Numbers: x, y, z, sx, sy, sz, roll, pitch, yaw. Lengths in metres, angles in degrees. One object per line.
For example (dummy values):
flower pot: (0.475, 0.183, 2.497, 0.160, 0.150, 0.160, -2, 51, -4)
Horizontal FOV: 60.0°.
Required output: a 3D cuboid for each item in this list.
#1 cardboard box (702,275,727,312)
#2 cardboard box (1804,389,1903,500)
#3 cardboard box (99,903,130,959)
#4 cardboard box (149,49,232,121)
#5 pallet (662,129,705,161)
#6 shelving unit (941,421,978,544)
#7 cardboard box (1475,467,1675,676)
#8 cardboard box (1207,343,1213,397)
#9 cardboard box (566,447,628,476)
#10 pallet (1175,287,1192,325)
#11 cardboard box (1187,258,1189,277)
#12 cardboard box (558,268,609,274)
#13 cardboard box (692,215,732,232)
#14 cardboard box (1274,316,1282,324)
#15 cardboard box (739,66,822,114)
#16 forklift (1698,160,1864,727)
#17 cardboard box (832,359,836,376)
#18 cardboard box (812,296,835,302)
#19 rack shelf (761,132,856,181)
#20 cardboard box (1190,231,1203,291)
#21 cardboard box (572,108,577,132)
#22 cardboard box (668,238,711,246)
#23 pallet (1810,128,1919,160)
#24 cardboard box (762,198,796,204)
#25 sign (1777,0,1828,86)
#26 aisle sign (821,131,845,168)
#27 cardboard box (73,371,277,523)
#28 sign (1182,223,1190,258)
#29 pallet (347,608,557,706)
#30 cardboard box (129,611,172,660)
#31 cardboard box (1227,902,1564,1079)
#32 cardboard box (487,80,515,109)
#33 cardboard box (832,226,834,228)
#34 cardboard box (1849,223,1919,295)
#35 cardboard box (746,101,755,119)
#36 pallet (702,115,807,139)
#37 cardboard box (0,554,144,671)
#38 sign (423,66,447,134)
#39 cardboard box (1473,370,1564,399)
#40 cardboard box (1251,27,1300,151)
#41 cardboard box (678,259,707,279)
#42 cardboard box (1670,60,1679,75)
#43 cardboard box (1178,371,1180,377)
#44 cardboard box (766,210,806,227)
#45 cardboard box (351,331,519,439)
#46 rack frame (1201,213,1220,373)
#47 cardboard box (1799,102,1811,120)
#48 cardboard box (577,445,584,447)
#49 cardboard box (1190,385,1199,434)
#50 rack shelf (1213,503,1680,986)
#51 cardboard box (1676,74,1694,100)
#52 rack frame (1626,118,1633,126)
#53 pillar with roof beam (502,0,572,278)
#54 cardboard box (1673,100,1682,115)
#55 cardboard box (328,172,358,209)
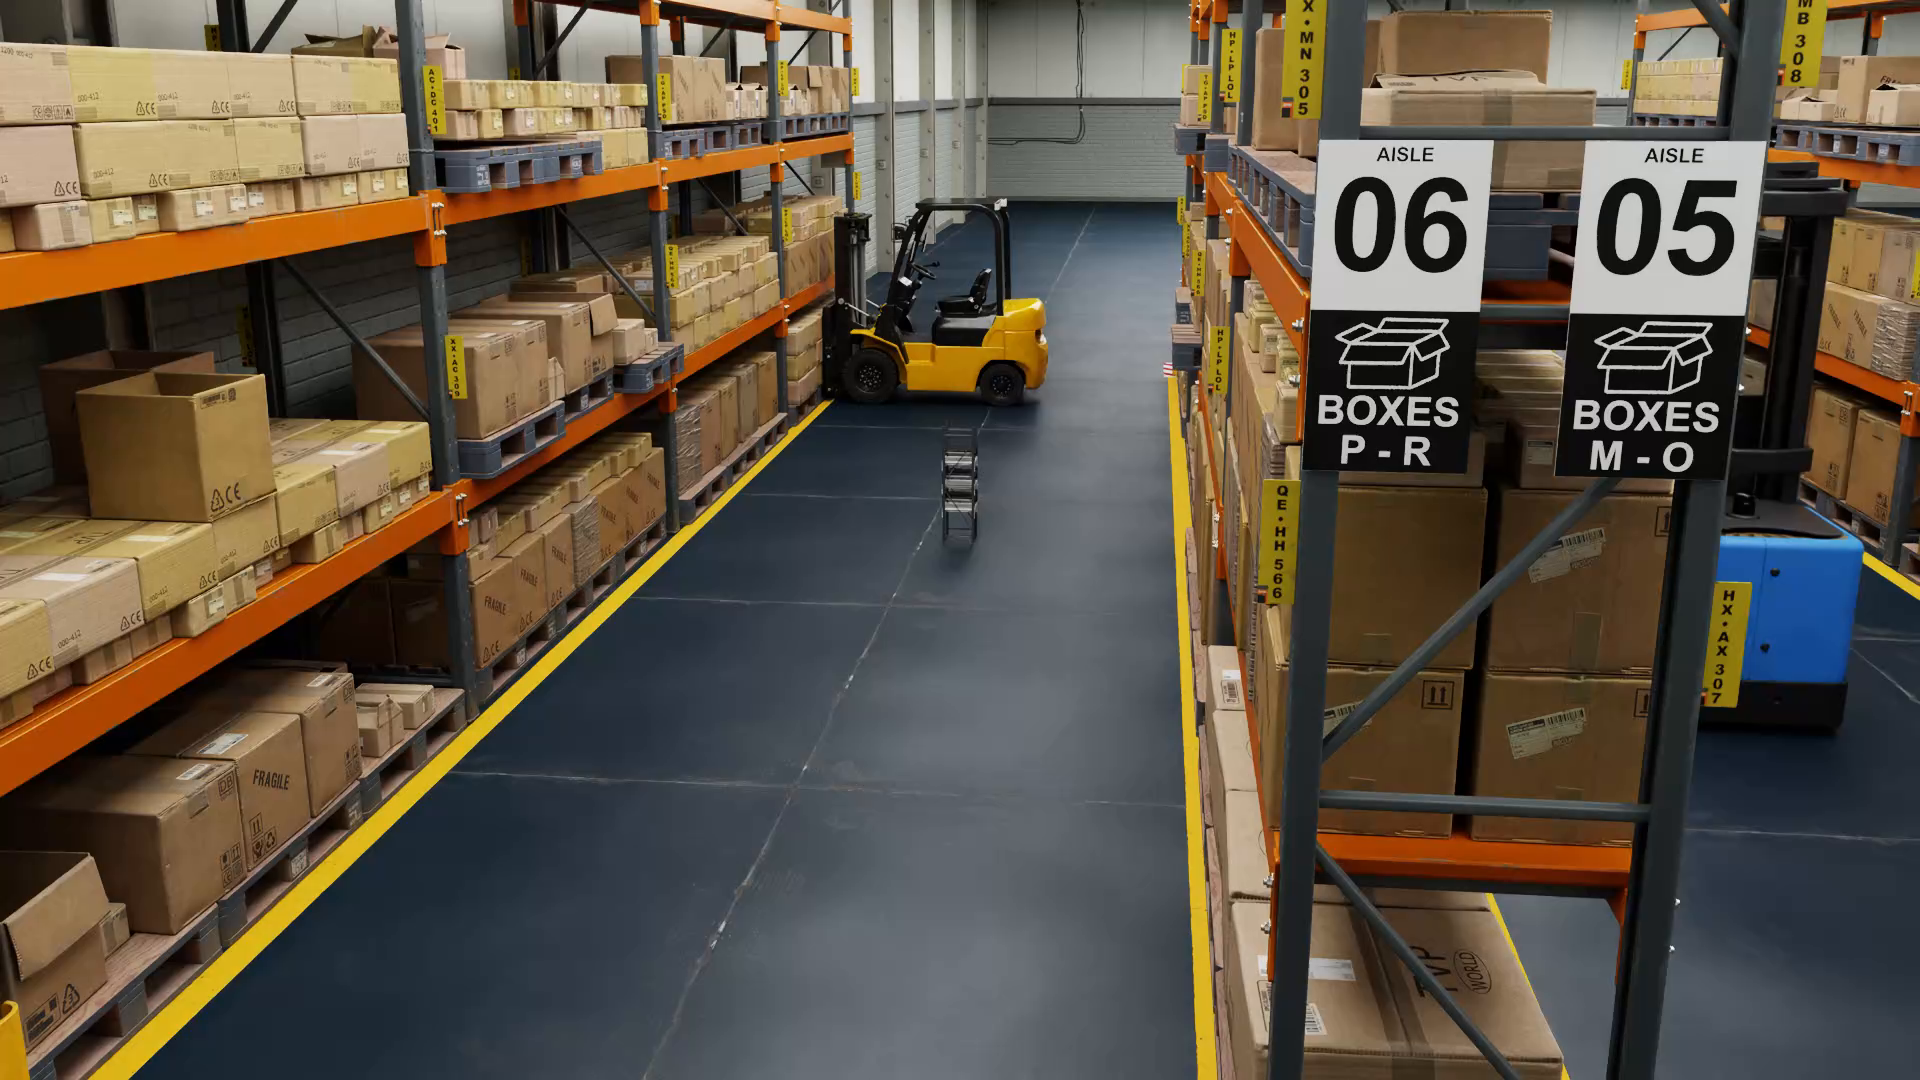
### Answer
cardboard box: (-2.253, -2.063, 13.873, 0.500, 0.250, 0.500, 1, 15, 5)
cardboard box: (7.436, -0.755, 13.212, 1.050, 0.750, 0.750, 2, 15, 7)
cardboard box: (-3.333, 1.463, 6.163, 0.380, 0.149, 0.250, 1, 15, 4)
cardboard box: (-3.116, -1.709, 6.247, 0.500, 0.250, 0.500, 2, 15, 8)
pallet: (-2.692, -3.056, 12.833, 1.213, 0.211, 1.003, 2, 15, 9)
shelving unit: (-0.001, -0.432, 12.537, 0.258, 0.900, 0.210, 2, 15, 6)
cardboard box: (1.687, 0.052, 4.615, 0.500, 0.500, 0.500, 1, 15, 5)
cardboard box: (1.752, -1.026, 10.040, 0.500, 0.250, 0.500, 2, 15, 7)
cardboard box: (-2.558, -0.556, 11.712, 0.380, 0.149, 0.250, 1, 15, 4)
pallet: (2.473, -2.126, 15.147, 1.003, 0.211, 1.213, 2, 15, 6)
cardboard box: (2.612, -2.996, 17.233, 0.500, 0.500, 0.500, 2, 15, 8)
cardboard box: (-2.926, -2.044, 13.039, 0.380, 0.149, 0.250, 2, 15, 8)
cardboard box: (-2.493, -3.155, 16.579, 0.380, 0.149, 0.250, 2, 15, 6)
cardboard box: (1.413, -0.775, 6.432, 0.380, 0.149, 0.250, 2, 15, 6)
cardboard box: (-1.904, -4.809, 17.760, 0.797, 0.503, 0.637, 2, 15, 8)
forklift: (4.326, -0.766, 9.881, 1.130, 2.935, 3.031, 2, 15, 7)
cardboard box: (-1.684, -1.946, 18.576, 0.500, 0.250, 0.500, 2, 15, 8)
cardboard box: (-1.571, -2.692, 19.420, 0.500, 0.250, 0.500, 2, 15, 7)
rack shelf: (-2.003, -4.178, 17.997, 1.077, 0.370, 4.000, 2, 15, 6)
cardboard box: (2.193, -2.303, 13.867, 0.500, 0.500, 0.500, 1, 15, 4)
cardboard box: (-2.652, -2.657, 10.518, 0.380, 0.149, 0.250, 2, 15, 8)
cardboard box: (-2.564, -2.767, 15.713, 0.380, 0.149, 0.250, 1, 15, 4)
pallet: (7.325, -3.071, 12.889, 1.003, 0.211, 1.213, 2, 15, 9)
cardboard box: (-2.106, -3.884, 19.275, 0.380, 0.149, 0.250, 2, 15, 7)
sign: (1.900, -1.191, 3.747, 0.100, 0.325, 0.005, 2, 15, 6)
aisle sign: (-1.478, -4.859, 19.904, 0.394, 0.787, 0.004, 2, 15, 6)
cardboard box: (-3.095, -0.378, 6.594, 0.500, 0.500, 0.500, 2, 15, 8)
sign: (2.164, -2.845, 15.778, 0.100, 0.325, 0.005, 2, 15, 6)
pallet: (-3.077, 0.651, 9.851, 1.003, 0.211, 1.213, 2, 15, 6)
cardboard box: (-3.181, 0.329, 6.180, 0.380, 0.149, 0.250, 2, 15, 7)
cardboard box: (1.325, 1.559, 5.253, 0.875, 0.438, 0.875, 1, 15, 4)
cardboard box: (-2.632, -2.405, 8.978, 0.380, 0.149, 0.250, 1, 15, 5)
cardboard box: (-1.640, -3.374, 19.202, 0.500, 0.500, 0.500, 2, 15, 8)
cardboard box: (7.354, -2.167, 12.824, 0.700, 0.500, 0.500, 1, 15, 5)
cardboard box: (-2.051, -3.842, 14.862, 0.380, 0.149, 0.250, 2, 15, 6)
pallet: (-2.158, -4.185, 16.817, 1.003, 0.211, 1.213, 2, 15, 6)
cardboard box: (-3.207, 0.242, 5.736, 0.500, 0.250, 0.500, 2, 15, 7)
sign: (-2.591, -2.167, 8.192, 0.100, 0.325, 0.005, 2, 15, 6)
cardboard box: (1.779, -0.431, 5.161, 0.380, 0.149, 0.250, 1, 15, 4)
cardboard box: (1.526, -1.939, 7.152, 0.500, 0.500, 0.500, 2, 15, 7)
cardboard box: (-2.303, -2.227, 13.717, 0.380, 0.149, 0.250, 2, 15, 7)
cardboard box: (7.586, -4.887, 17.198, 0.380, 0.149, 0.250, 2, 15, 6)
cardboard box: (2.724, -1.993, 18.747, 0.500, 0.250, 0.500, 2, 15, 8)
cardboard box: (-1.807, -3.338, 17.255, 0.380, 0.149, 0.250, 2, 15, 8)
cardboard box: (-2.855, -0.853, 9.075, 0.700, 0.500, 0.500, 2, 15, 8)
rack frame: (2.252, -1.375, 12.002, 1.000, 3.000, 0.127, 2, 15, 6)
cardboard box: (7.270, -3.609, 14.002, 0.250, 0.149, 0.380, 2, 15, 6)
cardboard box: (-3.006, -0.416, 12.437, 0.500, 0.500, 0.500, 2, 15, 8)
cardboard box: (2.647, -1.211, 15.624, 0.950, 0.372, 0.625, 2, 15, 7)
rack shelf: (1.575, 0.528, 6.341, 1.077, 0.370, 4.000, 2, 15, 6)
cardboard box: (7.606, -4.591, 16.868, 0.500, 0.250, 0.500, 2, 15, 6)
rack frame: (8.085, -3.331, 19.233, 1.000, 3.000, 0.127, 2, 15, 6)
pillar with roof beam: (0.849, -4.655, 12.636, 9.100, 9.000, 0.400, 2, 15, 6)
cardboard box: (7.557, -4.436, 17.058, 0.380, 0.149, 0.250, 2, 15, 7)
cardboard box: (-2.948, -1.575, 7.476, 0.380, 0.149, 0.250, 2, 15, 8)
